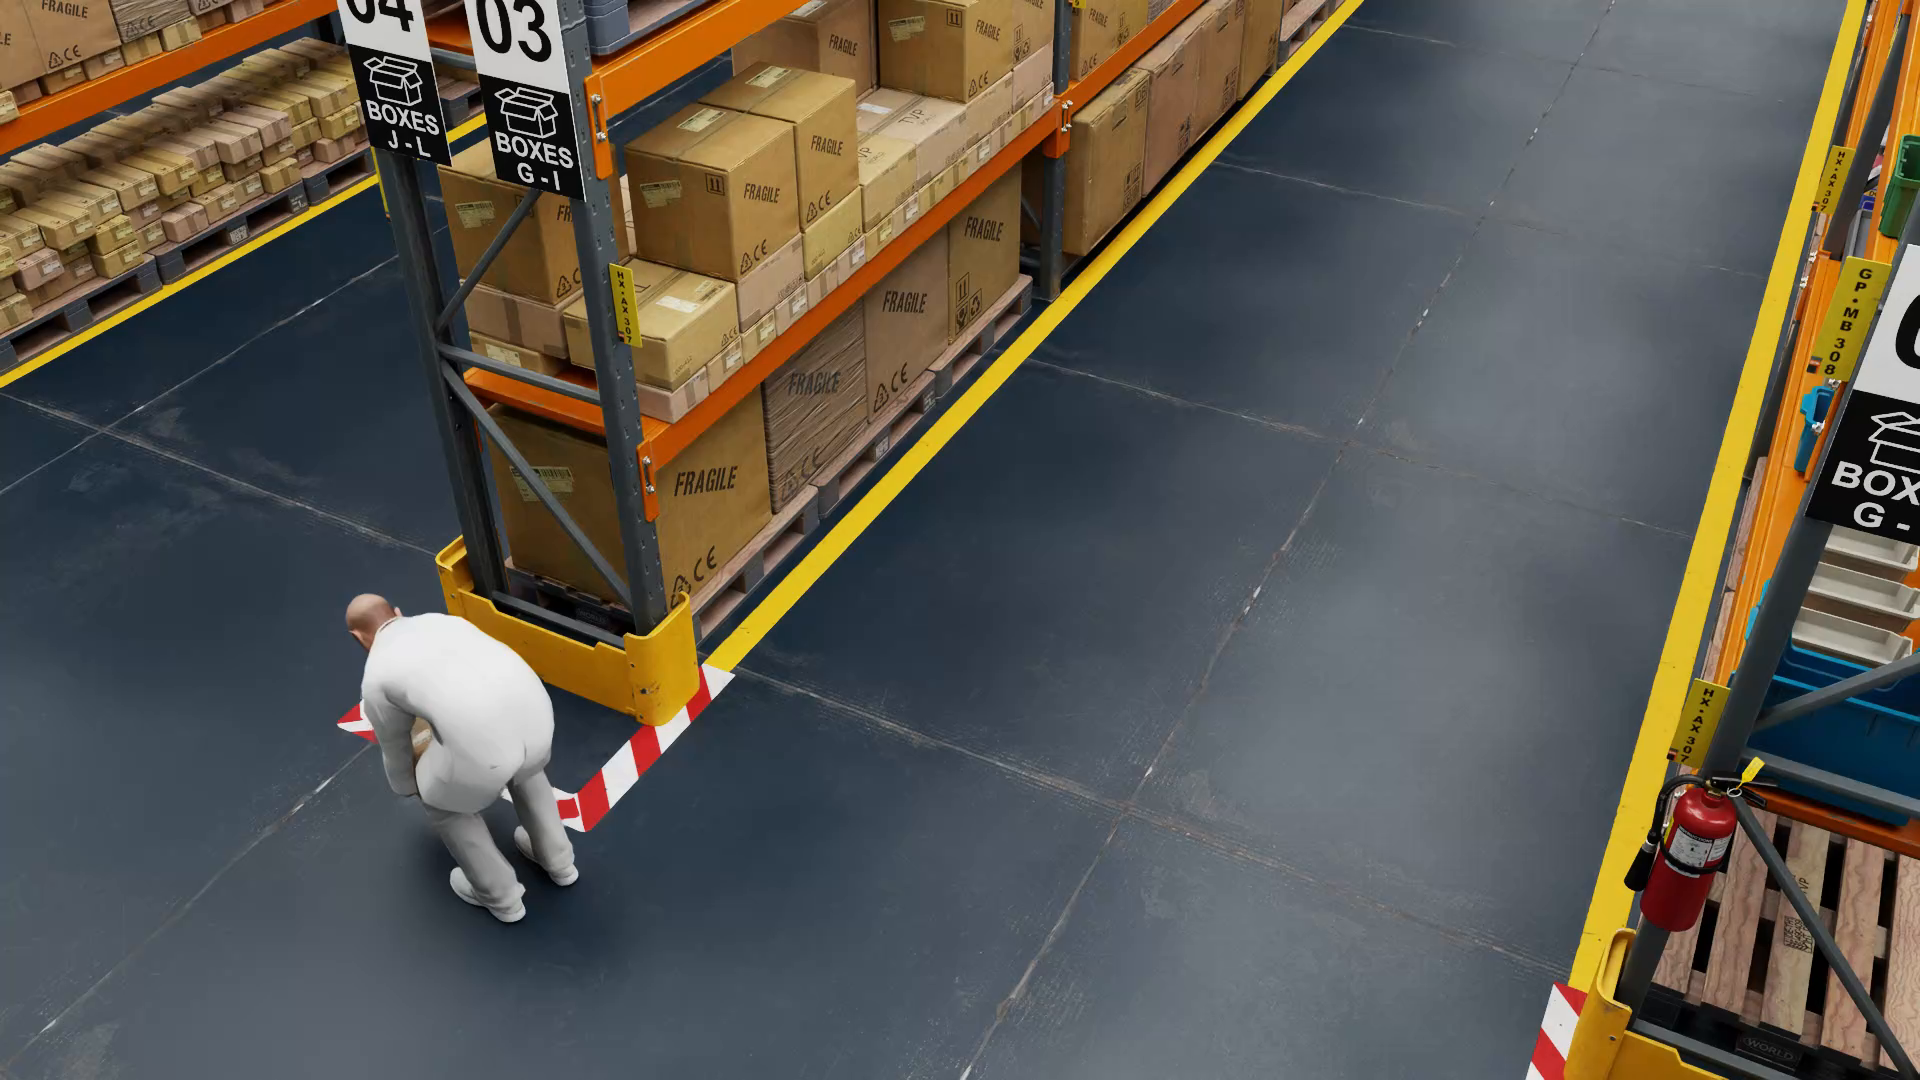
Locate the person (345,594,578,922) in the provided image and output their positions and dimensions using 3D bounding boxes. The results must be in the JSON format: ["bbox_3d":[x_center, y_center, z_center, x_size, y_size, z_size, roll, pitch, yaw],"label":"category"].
[{"bbox_3d":[-1.889,0.791,6.256,0.948,1.140,0.569,26,45,30],"label":"person"}]
